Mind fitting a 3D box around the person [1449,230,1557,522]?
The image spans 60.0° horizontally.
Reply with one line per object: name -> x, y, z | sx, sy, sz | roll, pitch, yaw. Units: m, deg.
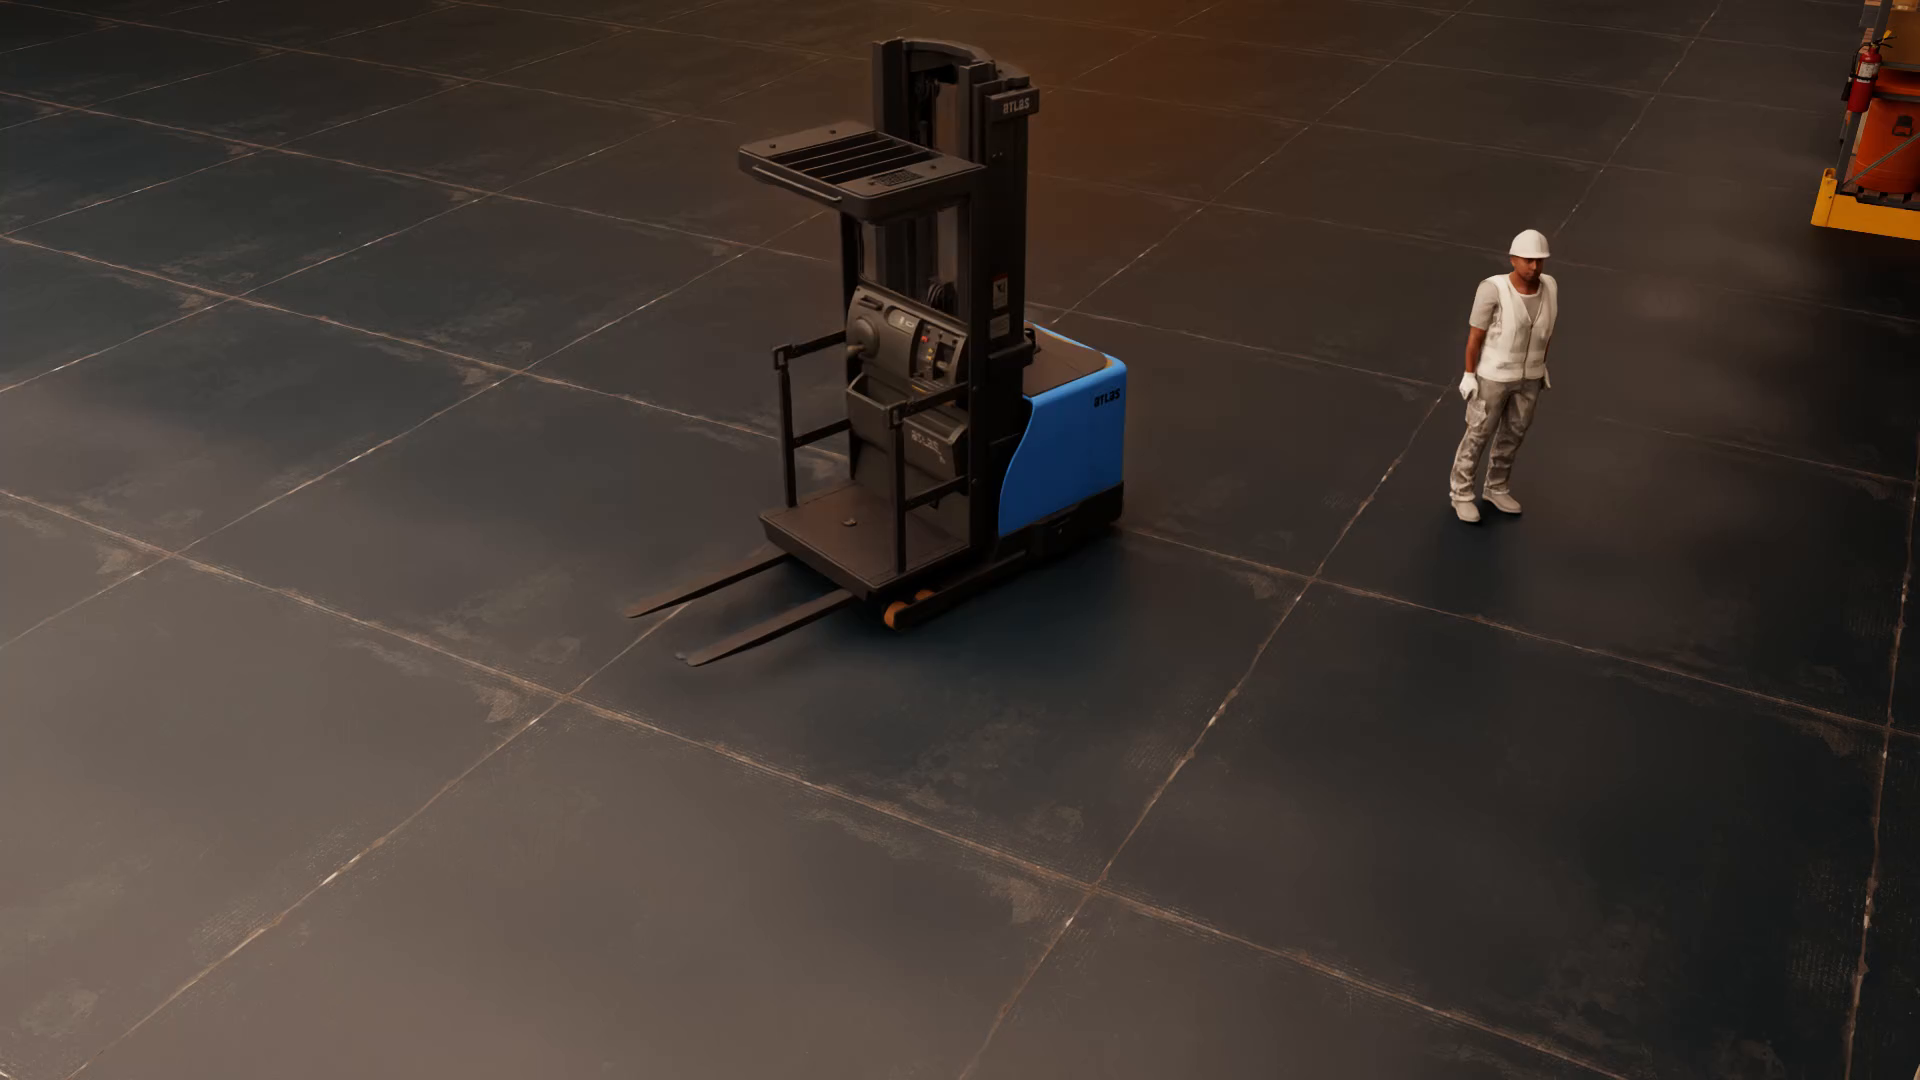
person -> 3.269, -0.974, 9.906 | 0.582, 1.789, 0.377 | -9, 31, -15

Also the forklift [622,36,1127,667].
forklift -> -0.452, -1.060, 8.908 | 3.031, 2.935, 1.130 | -24, 38, -35
